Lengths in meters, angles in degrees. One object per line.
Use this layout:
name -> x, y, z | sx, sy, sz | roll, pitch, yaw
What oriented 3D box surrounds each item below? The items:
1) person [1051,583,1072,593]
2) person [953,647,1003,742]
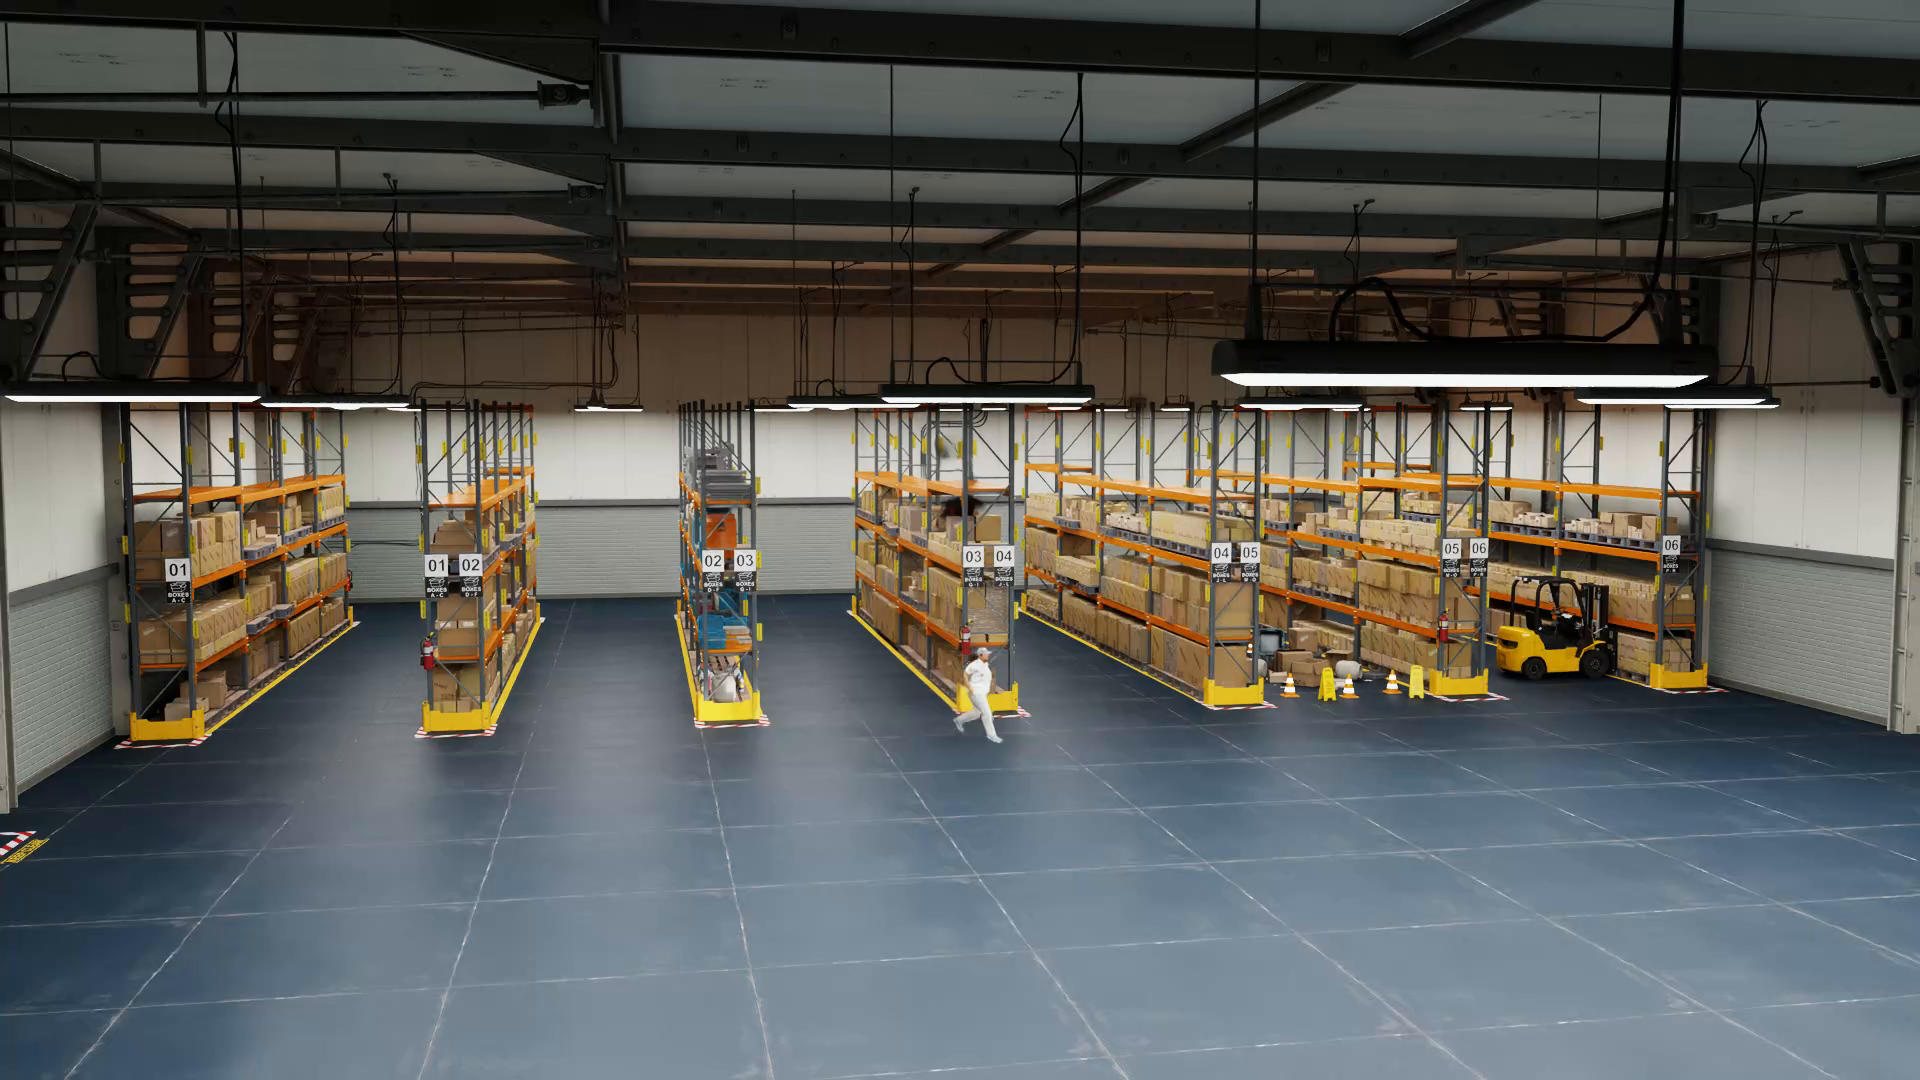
person -> 3.069, 1.090, 49.891 | 0.749, 1.835, 0.633 | -1, 5, -19
person -> 0.308, 2.702, 29.201 | 0.948, 1.668, 0.629 | 2, 5, 23
